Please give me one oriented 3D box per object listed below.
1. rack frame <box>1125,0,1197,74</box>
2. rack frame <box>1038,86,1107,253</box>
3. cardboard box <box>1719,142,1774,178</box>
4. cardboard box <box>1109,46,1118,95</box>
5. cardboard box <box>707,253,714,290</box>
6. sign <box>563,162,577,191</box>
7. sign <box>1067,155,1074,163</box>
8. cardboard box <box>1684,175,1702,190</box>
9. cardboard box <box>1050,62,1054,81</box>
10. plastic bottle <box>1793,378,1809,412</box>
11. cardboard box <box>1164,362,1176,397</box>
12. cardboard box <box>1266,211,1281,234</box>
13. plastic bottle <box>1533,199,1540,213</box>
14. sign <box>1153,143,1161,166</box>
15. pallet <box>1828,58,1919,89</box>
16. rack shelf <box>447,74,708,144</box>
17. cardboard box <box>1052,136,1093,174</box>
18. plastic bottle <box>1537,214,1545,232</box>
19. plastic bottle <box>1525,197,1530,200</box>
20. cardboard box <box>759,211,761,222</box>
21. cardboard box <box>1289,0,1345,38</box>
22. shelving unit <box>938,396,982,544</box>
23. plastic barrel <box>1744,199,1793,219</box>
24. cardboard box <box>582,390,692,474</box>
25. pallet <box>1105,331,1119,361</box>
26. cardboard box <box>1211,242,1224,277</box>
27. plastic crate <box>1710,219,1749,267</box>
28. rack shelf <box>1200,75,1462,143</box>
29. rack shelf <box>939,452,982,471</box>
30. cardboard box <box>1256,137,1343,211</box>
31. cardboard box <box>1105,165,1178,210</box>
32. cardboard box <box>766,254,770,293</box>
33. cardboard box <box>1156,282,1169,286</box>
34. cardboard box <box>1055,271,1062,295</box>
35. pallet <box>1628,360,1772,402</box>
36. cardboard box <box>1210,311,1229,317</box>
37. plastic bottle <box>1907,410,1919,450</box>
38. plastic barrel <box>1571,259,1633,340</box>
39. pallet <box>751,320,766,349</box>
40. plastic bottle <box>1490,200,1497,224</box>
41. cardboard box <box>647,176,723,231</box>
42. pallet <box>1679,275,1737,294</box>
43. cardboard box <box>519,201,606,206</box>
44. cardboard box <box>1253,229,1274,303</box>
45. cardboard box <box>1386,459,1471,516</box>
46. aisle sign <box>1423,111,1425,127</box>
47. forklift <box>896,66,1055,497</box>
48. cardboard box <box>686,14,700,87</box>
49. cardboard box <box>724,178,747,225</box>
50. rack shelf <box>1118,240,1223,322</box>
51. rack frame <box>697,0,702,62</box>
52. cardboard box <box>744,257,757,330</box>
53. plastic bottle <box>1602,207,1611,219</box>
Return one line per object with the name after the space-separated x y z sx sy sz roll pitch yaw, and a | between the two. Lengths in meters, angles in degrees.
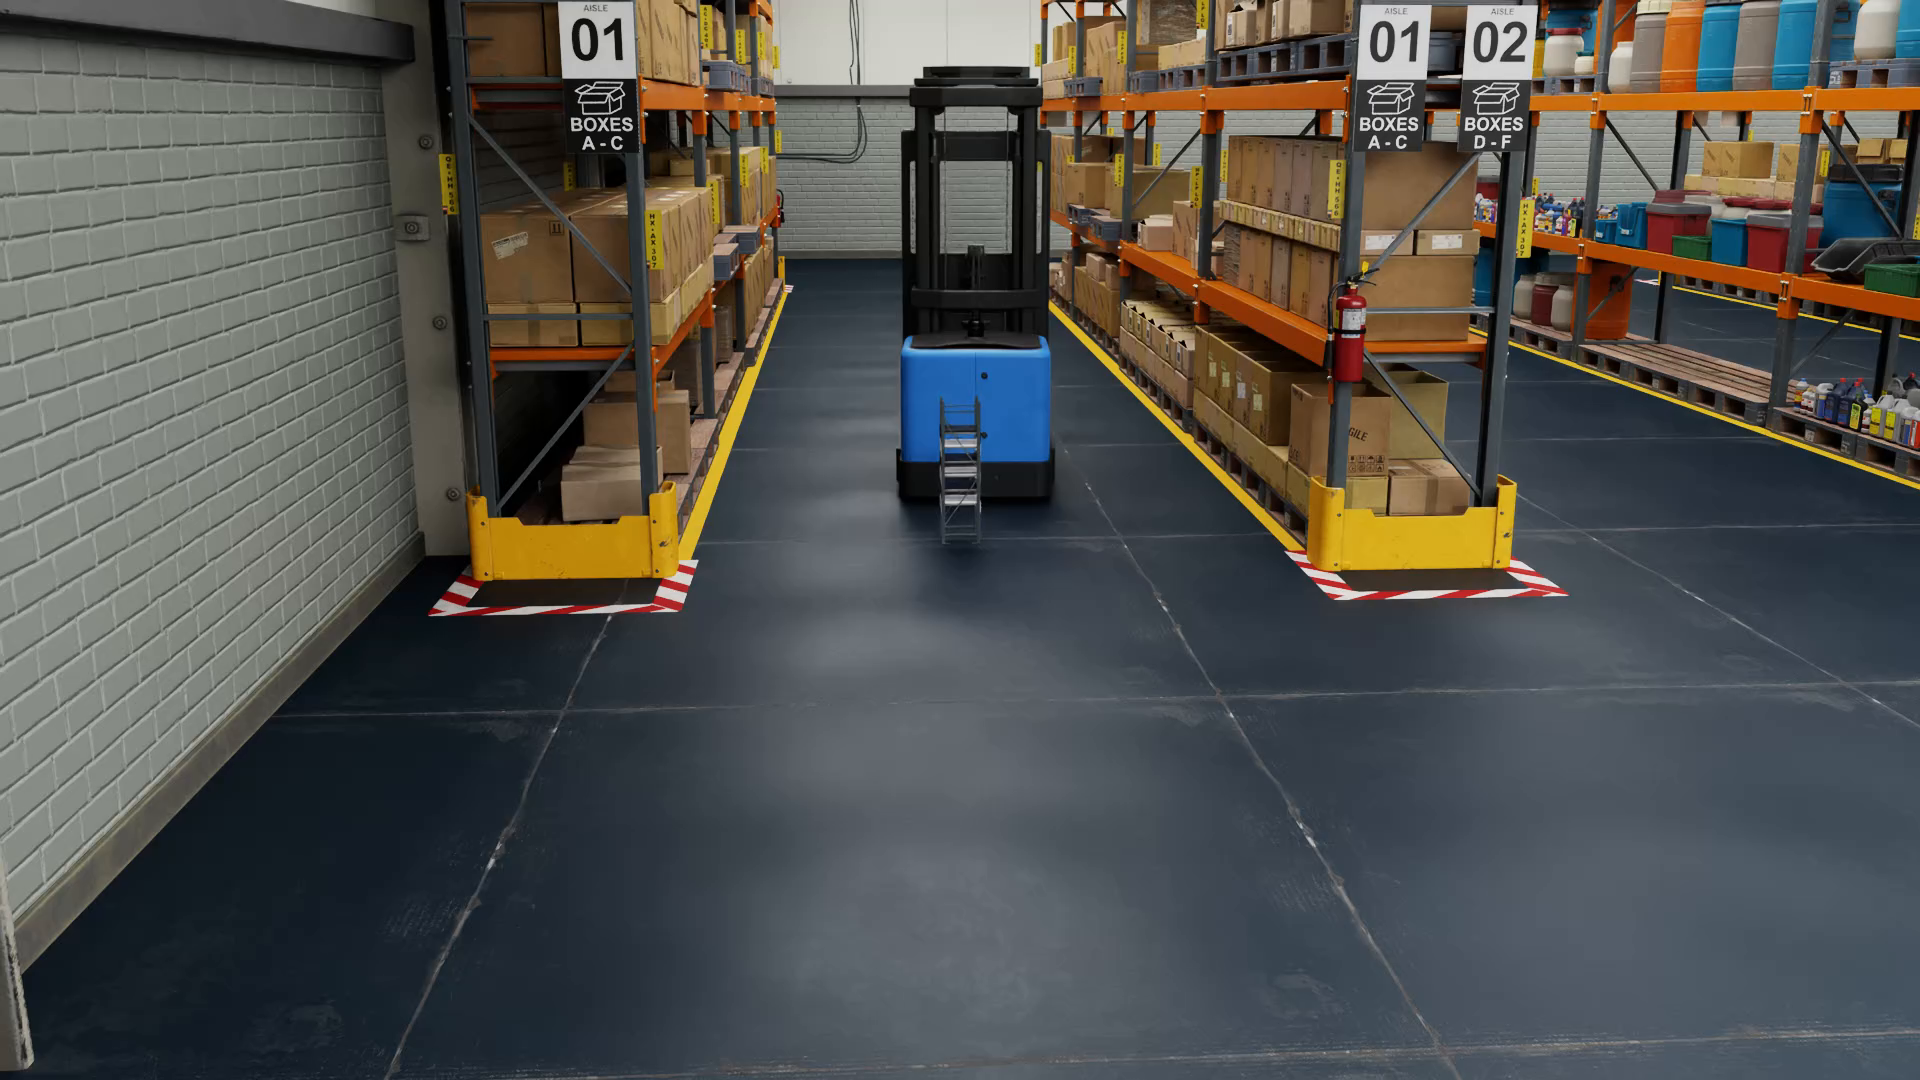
2.196 -6.221 16.645 1.000 3.000 0.127 -1 14 -3 | rack frame
1.700 -5.305 25.126 1.000 3.000 0.127 -1 14 -3 | rack frame
11.417 -5.515 24.141 0.500 0.500 0.500 -1 14 -5 | cardboard box
2.104 -5.052 17.919 0.910 0.500 0.500 -1 14 -3 | cardboard box
-2.168 -2.067 12.802 0.500 0.250 0.500 -1 14 -3 | cardboard box
-3.054 -2.795 13.045 0.100 0.325 0.005 -1 14 -3 | sign
1.407 -4.719 21.112 0.100 0.325 0.005 -1 14 -3 | sign
11.348 -5.405 25.218 0.500 0.250 0.500 -1 14 -5 | cardboard box
1.534 -6.547 23.230 0.500 0.250 0.500 -1 14 -3 | cardboard box
6.970 -1.202 13.771 0.097 0.271 0.097 0 14 0 | plastic bottle
2.099 -1.417 14.689 0.500 0.250 0.500 -1 14 -4 | cardboard box
2.367 -2.228 11.665 0.380 0.149 0.250 -1 14 -4 | cardboard box
6.650 -3.786 19.319 0.144 0.351 0.185 -1 14 -3 | plastic bottle
2.502 -4.881 21.152 0.100 0.325 0.005 -1 14 -3 | sign
7.530 -3.580 12.778 1.213 0.211 1.003 -1 14 -3 | pallet
-2.376 -2.850 11.008 1.077 0.370 4.000 -1 14 -3 | rack shelf
1.563 -5.343 23.064 0.500 0.500 0.500 -1 14 -4 | cardboard box
6.650 -3.621 18.977 0.097 0.201 0.097 0 14 0 | plastic bottle
7.239 -4.233 21.207 0.152 0.276 0.135 -1 14 -3 | plastic bottle
-2.653 -3.979 20.435 0.380 0.149 0.250 -1 14 -2 | cardboard box
2.357 -3.260 10.333 0.500 0.250 0.500 -1 14 -3 | cardboard box
0.000 -0.438 10.422 0.258 0.900 0.210 -1 14 -3 | shelving unit
7.502 -2.886 15.450 0.433 0.535 0.433 0 14 0 | plastic barrel
-2.236 -0.750 11.553 0.700 0.500 0.500 -2 15 -7 | cardboard box
2.188 -2.151 18.464 1.003 0.211 1.213 -1 14 -3 | pallet
2.370 -2.370 14.019 0.500 0.250 0.500 0 14 0 | cardboard box
7.009 -2.658 14.870 0.392 0.384 0.575 -1 14 -3 | plastic crate
2.568 -2.928 11.309 1.077 0.370 4.000 -1 14 -3 | rack shelf
0.000 -0.493 10.408 0.258 0.077 0.200 -1 14 -3 | rack shelf
2.541 -2.637 11.952 0.700 0.500 0.500 -1 14 -3 | cardboard box
2.119 -4.124 19.491 0.700 0.500 0.500 -5 15 -18 | cardboard box
-2.997 -3.666 22.929 0.700 0.500 0.500 -1 14 -2 | cardboard box
2.389 -2.691 19.098 0.500 0.500 0.500 -1 14 -4 | cardboard box
1.583 -3.545 22.798 0.500 0.311 0.500 -1 14 -3 | cardboard box
7.222 -1.545 16.106 1.003 0.211 1.213 -1 14 -3 | pallet
2.542 -2.078 16.132 0.500 0.311 0.500 -1 14 -4 | cardboard box
7.096 -0.809 12.233 0.152 0.276 0.135 -1 14 -3 | plastic bottle
7.093 -2.665 18.377 0.600 0.830 0.708 -1 14 -3 | plastic barrel
-2.794 -2.388 19.383 1.003 0.211 1.213 -1 14 -3 | pallet
6.544 -4.011 20.329 0.061 0.283 0.133 -1 14 -3 | plastic bottle
-2.647 -3.244 16.033 0.700 0.500 0.500 -2 15 -9 | cardboard box
11.716 -3.909 25.296 1.003 0.211 1.213 -1 14 -3 | pallet
-2.551 -1.917 10.712 0.500 0.500 0.500 -1 14 -5 | cardboard box
2.544 -2.003 12.091 0.700 0.500 0.500 -1 14 -3 | cardboard box
2.881 -0.335 10.482 0.500 0.250 0.500 -1 14 -3 | cardboard box
6.932 -6.662 25.183 0.394 0.787 0.004 -1 14 -3 | aisle sign
0.119 -2.022 12.504 1.130 2.935 3.031 0 14 0 | forklift
-2.222 -3.632 12.361 0.500 0.500 0.500 0 14 -2 | cardboard box
-2.522 -3.565 17.525 0.500 0.500 0.500 0 14 -2 | cardboard box
2.320 -2.470 15.549 1.077 0.370 4.000 -1 14 -3 | rack shelf
-2.500 -5.149 12.478 1.000 3.000 0.127 -1 14 -3 | rack frame
-2.710 -2.803 18.874 0.750 0.750 0.750 -1 14 -4 | cardboard box
7.405 -3.676 19.053 0.097 0.271 0.097 0 14 0 | plastic bottle
